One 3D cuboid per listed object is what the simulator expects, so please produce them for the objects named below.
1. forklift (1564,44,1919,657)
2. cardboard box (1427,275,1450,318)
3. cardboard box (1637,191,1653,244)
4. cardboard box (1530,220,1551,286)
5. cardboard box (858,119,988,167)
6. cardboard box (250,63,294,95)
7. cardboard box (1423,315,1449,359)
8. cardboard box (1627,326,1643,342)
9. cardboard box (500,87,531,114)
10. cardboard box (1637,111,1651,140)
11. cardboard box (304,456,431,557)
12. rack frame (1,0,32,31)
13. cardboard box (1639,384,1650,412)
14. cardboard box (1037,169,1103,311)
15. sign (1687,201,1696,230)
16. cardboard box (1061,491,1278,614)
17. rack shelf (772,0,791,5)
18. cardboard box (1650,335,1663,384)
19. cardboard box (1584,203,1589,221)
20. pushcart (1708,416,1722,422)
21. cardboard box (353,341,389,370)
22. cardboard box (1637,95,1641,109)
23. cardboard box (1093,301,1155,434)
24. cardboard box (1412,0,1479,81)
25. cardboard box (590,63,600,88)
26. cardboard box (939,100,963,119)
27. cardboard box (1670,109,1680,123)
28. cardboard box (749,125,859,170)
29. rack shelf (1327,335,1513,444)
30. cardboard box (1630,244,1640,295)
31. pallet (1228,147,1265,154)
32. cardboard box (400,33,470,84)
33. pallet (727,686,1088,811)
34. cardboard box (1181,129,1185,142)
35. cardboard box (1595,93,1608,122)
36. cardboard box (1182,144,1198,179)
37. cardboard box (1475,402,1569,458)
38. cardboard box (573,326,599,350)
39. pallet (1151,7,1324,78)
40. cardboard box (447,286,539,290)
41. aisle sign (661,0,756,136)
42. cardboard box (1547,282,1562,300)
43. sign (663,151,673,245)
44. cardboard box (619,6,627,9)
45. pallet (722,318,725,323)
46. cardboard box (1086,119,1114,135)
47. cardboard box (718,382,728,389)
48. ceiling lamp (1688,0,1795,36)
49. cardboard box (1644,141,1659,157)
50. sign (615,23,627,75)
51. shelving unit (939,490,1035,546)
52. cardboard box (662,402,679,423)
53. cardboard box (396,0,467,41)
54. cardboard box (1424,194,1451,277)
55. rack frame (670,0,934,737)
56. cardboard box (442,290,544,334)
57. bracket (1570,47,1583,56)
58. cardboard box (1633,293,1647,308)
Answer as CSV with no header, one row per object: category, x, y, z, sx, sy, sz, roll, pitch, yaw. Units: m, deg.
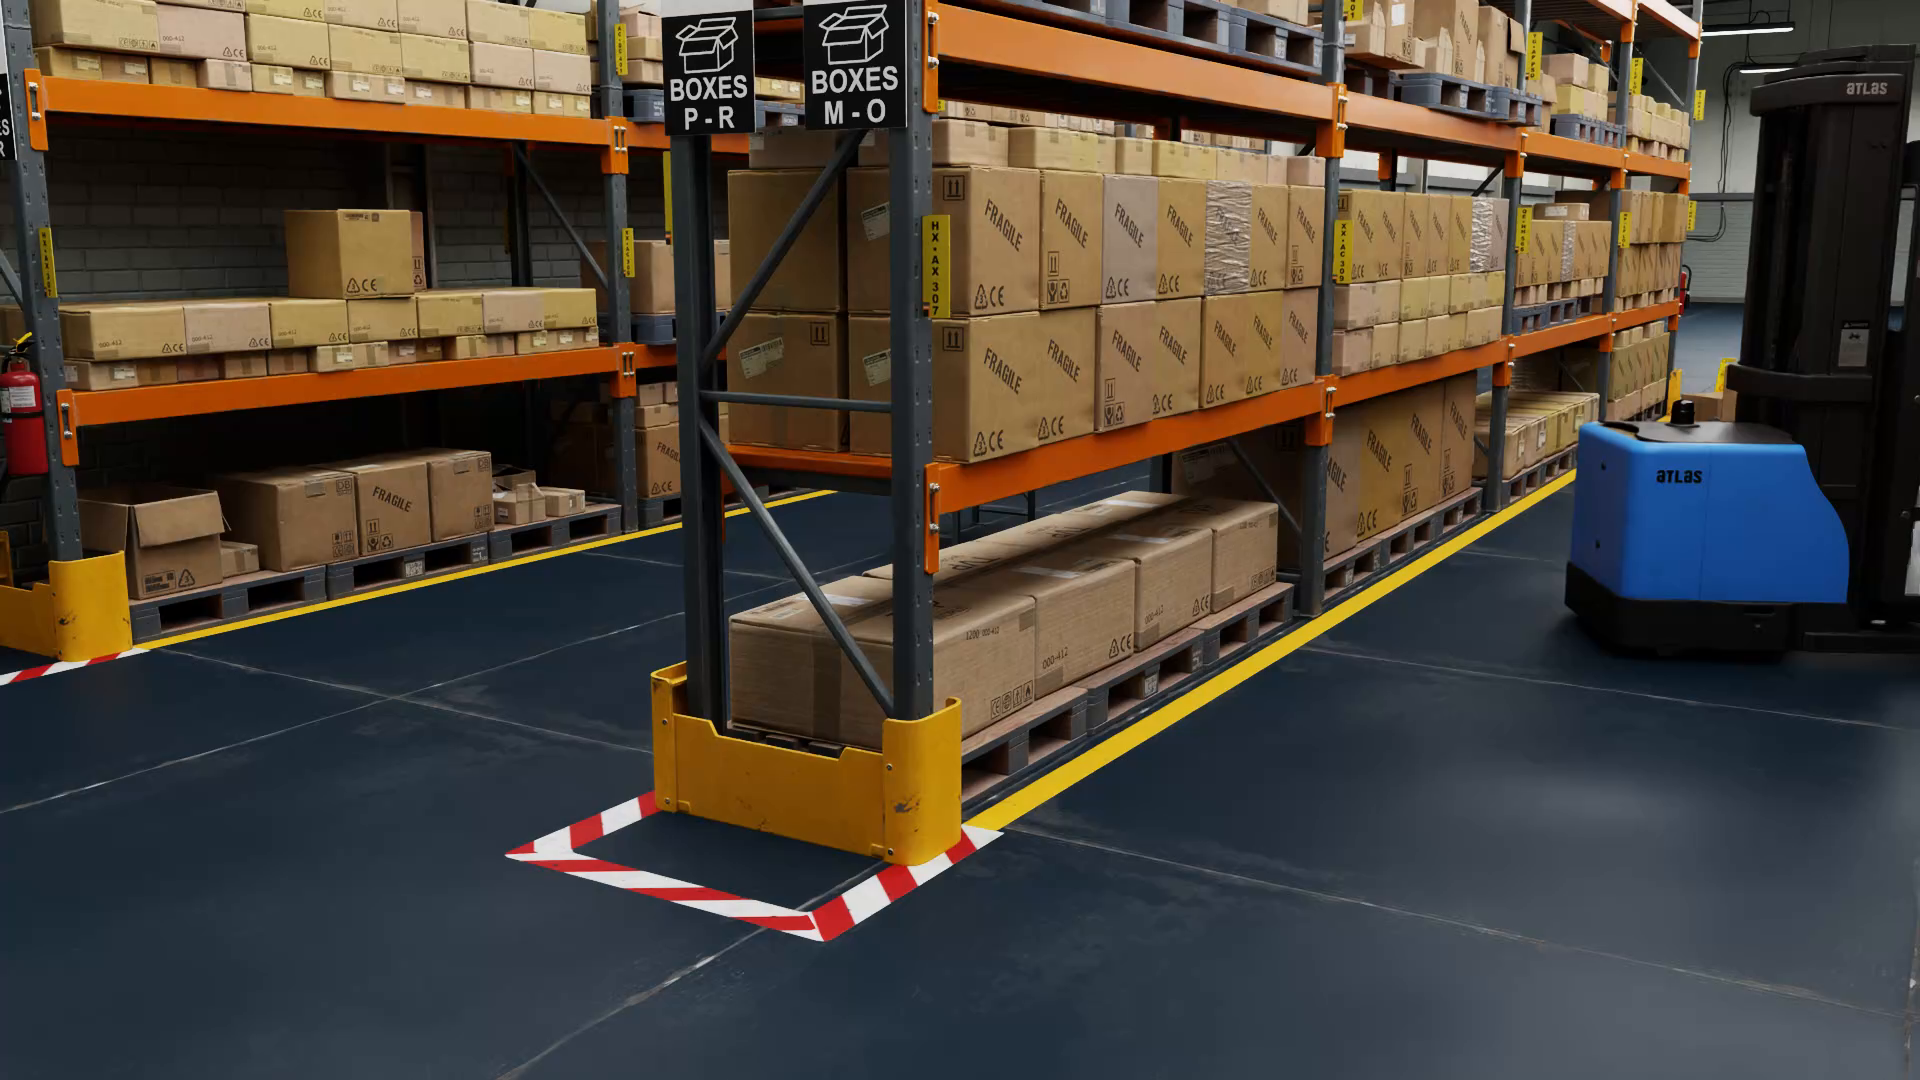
forklift,4.783,-0.918,8.305,3.031,2.935,1.130,1,11,4
cardboard box,2.791,-1.552,10.554,0.500,0.250,0.500,6,12,29
cardboard box,6.380,-3.168,16.341,0.700,0.500,0.500,6,12,31
cardboard box,4.302,-2.258,13.059,0.500,0.500,0.500,7,13,34
cardboard box,-0.126,-1.356,5.708,0.380,0.149,0.250,7,13,32
cardboard box,-3.819,-2.473,8.959,0.380,0.149,0.250,6,12,31
cardboard box,2.798,-1.305,10.594,0.500,0.250,0.500,6,12,30
cardboard box,6.739,-2.101,16.971,0.380,0.149,0.250,7,13,34
cardboard box,-2.926,-2.756,10.471,0.380,0.149,0.250,7,13,33
cardboard box,6.405,-4.026,16.171,0.500,0.250,0.500,6,12,30
cardboard box,-3.556,-0.210,9.990,0.500,0.500,0.500,7,12,32
rack frame,-4.792,-3.889,7.690,1.000,3.000,0.127,6,12,31
cardboard box,7.027,-1.522,17.678,0.500,0.250,0.500,6,12,29
cardboard box,0.208,-1.138,6.306,0.500,0.500,0.500,6,12,29
sign,8.223,-3.652,18.717,0.100,0.325,0.005,6,12,31
cardboard box,1.112,0.045,8.797,0.875,0.438,0.875,6,12,30
rack shelf,-1.677,-4.283,12.833,1.077,0.370,4.000,6,12,31
cardboard box,7.298,-1.974,18.052,0.500,0.500,0.500,7,13,33
cardboard box,5.289,-2.871,14.569,0.380,0.149,0.250,6,12,29
pushcart,7.657,-0.855,14.913,1.648,0.377,0.936,2,11,11
cardboard box,-3.556,-1.084,9.690,0.380,0.149,0.250,7,13,32
cardboard box,6.235,-4.159,15.798,0.380,0.149,0.250,7,13,32
cardboard box,0.465,-0.725,6.817,0.500,0.500,0.500,6,12,30
cardboard box,2.939,-3.150,10.480,0.500,0.500,0.500,7,12,31
cardboard box,-2.617,-3.231,11.591,0.380,0.149,0.250,6,12,31
cardboard box,-0.198,-3.840,14.798,0.380,0.166,0.250,6,12,31
cardboard box,7.553,-4.566,17.971,0.380,0.149,0.250,6,12,30
cardboard box,-0.532,-1.402,5.955,0.380,0.149,0.250,7,12,31
rack shelf,2.568,-1.057,10.819,1.077,0.370,4.000,6,12,31
cardboard box,6.390,-2.673,16.417,0.500,0.500,0.500,6,12,30
pallet,3.126,-4.779,20.834,1.003,0.211,1.213,6,12,31
cardboard box,-3.288,-2.855,9.913,0.500,0.250,0.500,7,13,32
pallet,-0.199,0.770,6.680,1.003,0.211,1.213,6,12,31
cardboard box,2.330,-4.597,18.890,0.380,0.149,0.250,7,13,32
cardboard box,5.503,-3.856,14.927,0.500,0.250,0.500,6,12,30
cardboard box,0.809,-1.642,7.234,0.380,0.149,0.250,6,12,31
cardboard box,4.683,-0.963,14.363,0.950,0.372,0.625,7,13,33
cardboard box,-2.665,-1.372,11.229,0.380,0.149,0.250,7,12,31
pallet,1.096,-2.399,8.122,1.003,0.211,1.213,6,12,31
cardboard box,-3.203,-1.590,11.310,0.500,0.250,0.500,6,12,30
aisle sign,-0.850,-1.763,5.571,0.394,0.787,0.004,6,12,31
cardboard box,4.814,-2.091,13.928,0.380,0.149,0.250,7,13,32
sign,-1.004,-1.207,5.872,0.100,0.325,0.005,6,12,31
cardboard box,-2.506,-3.625,11.767,0.396,0.266,0.258,6,12,31
pallet,-1.644,-1.798,13.344,1.003,0.211,1.213,6,12,31
cardboard box,1.271,-4.377,17.275,0.500,0.311,0.500,6,12,29
cardboard box,-1.977,-1.196,13.496,0.380,0.149,0.250,6,12,28
ceiling lamp,15.282,-11.475,32.348,2.000,3.185,0.800,6,12,31
cardboard box,6.798,-3.925,16.715,0.380,0.149,0.250,6,12,30
sign,-2.247,-3.248,11.008,0.100,0.325,0.005,6,12,31
shelving unit,0.044,-0.751,11.302,0.538,1.500,1.048,6,12,31
cardboard box,-2.224,-0.948,12.172,0.380,0.149,0.250,6,12,29
cardboard box,-3.297,-3.100,9.867,0.500,0.250,0.500,7,12,32
cardboard box,2.769,-1.922,10.493,0.500,0.500,0.500,6,12,30
rack frame,-0.547,-0.467,5.712,1.000,3.000,0.127,6,12,31
cardboard box,-3.018,-1.459,10.608,0.500,0.250,0.500,6,12,31
bracket,14.932,-11.827,40.307,0.235,0.232,0.430,6,12,31
cardboard box,6.793,-2.450,16.987,0.380,0.149,0.250,6,12,31
